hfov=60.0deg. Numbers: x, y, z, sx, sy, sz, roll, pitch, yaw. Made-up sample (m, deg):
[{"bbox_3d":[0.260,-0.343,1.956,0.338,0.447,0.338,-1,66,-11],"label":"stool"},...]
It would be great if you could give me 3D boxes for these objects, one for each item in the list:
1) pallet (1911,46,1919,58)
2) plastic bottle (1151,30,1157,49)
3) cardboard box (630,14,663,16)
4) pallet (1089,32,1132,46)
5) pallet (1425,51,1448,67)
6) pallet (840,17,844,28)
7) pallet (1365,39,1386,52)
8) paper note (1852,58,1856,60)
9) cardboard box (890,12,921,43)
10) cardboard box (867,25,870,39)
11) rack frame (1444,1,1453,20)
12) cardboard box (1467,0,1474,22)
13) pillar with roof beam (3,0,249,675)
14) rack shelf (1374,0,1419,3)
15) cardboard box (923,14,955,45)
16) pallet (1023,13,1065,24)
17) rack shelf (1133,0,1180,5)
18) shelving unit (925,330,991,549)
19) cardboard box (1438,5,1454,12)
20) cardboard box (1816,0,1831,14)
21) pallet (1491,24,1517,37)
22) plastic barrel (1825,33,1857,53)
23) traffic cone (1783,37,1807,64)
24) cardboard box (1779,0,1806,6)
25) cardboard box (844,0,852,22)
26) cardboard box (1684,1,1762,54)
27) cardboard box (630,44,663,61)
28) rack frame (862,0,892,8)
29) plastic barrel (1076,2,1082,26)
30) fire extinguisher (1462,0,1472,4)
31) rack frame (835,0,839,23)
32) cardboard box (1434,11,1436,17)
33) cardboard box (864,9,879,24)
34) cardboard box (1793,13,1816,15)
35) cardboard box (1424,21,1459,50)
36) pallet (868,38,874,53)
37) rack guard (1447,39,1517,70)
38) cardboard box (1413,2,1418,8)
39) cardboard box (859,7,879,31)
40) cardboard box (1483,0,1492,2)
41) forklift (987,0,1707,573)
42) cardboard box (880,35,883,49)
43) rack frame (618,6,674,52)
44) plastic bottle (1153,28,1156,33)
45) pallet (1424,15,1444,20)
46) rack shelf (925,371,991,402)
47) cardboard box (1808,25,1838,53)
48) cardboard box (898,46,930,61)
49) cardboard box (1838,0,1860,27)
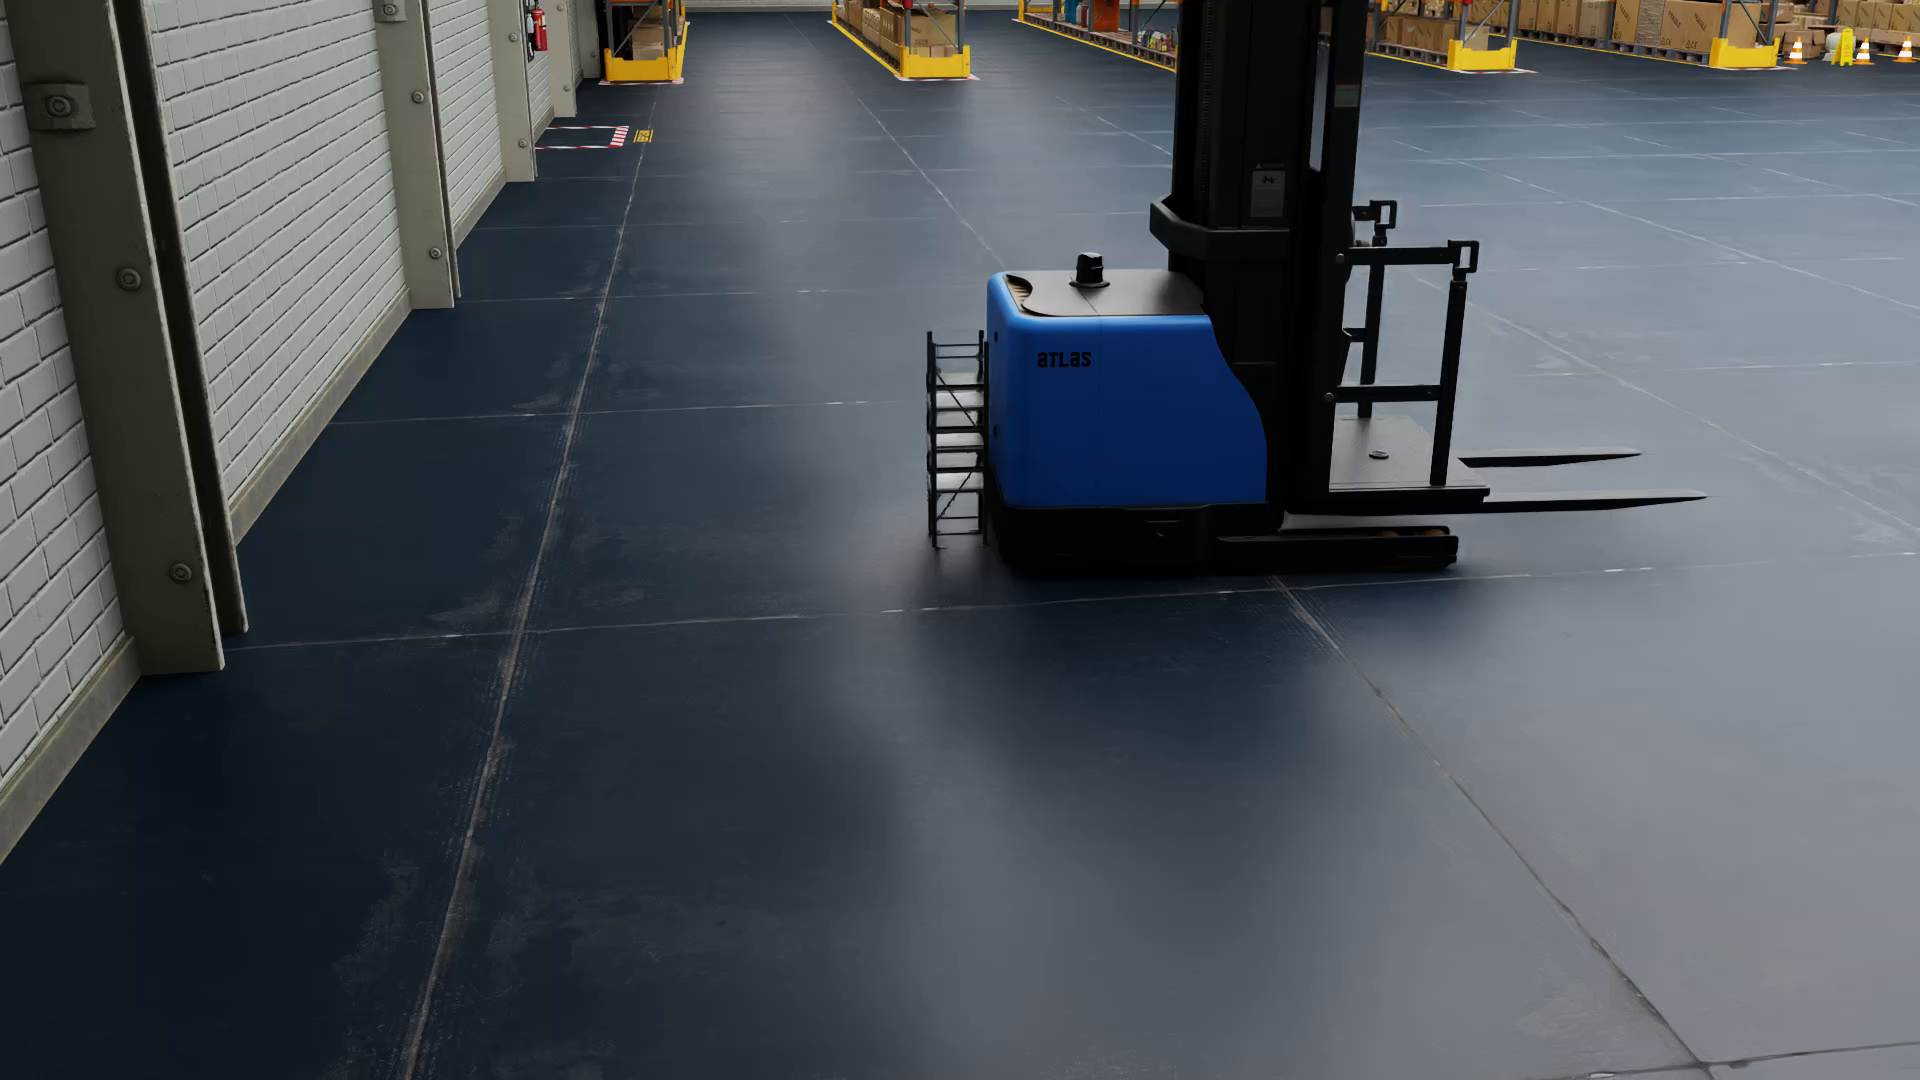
[{"bbox_3d":[19.084,-9.361,31.979,1.003,0.211,1.213,-3,21,-8],"label":"pallet"},{"bbox_3d":[3.687,-9.446,31.376,0.144,0.351,0.185,-3,21,-8],"label":"plastic bottle"},{"bbox_3d":[-6.273,-10.312,33.484,0.700,0.500,0.500,-3,21,-8],"label":"cardboard box"},{"bbox_3d":[3.390,-10.802,35.836,1.003,0.211,1.213,-3,21,-8],"label":"pallet"},{"bbox_3d":[9.278,-8.861,30.640,1.003,0.211,1.213,-3,21,-8],"label":"pallet"},{"bbox_3d":[-2.439,-12.870,41.372,1.003,0.211,1.213,-3,21,-8],"label":"pallet"},{"bbox_3d":[8.681,-10.207,34.242,1.003,0.211,1.213,-3,21,-8],"label":"pallet"},{"bbox_3d":[17.071,-9.194,31.789,0.148,0.019,0.142,-11,23,-26],"label":"paper note"},{"bbox_3d":[-0.963,-9.136,29.648,0.500,0.500,0.500,-3,21,-8],"label":"cardboard box"},{"bbox_3d":[-1.646,-10.489,34.341,0.500,0.250,0.500,-3,21,-9],"label":"cardboard box"},{"bbox_3d":[12.564,-14.228,41.024,1.000,3.000,0.127,-3,21,-8],"label":"rack frame"},{"bbox_3d":[12.486,-12.802,40.177,0.500,0.500,0.500,-2,21,-5],"label":"cardboard box"},{"bbox_3d":[1.429,-4.026,5.133,9.100,9.000,0.400,-3,21,-8],"label":"pillar with roof beam"},{"bbox_3d":[8.506,-11.599,35.012,1.077,0.370,4.000,-3,21,-8],"label":"rack shelf"},{"bbox_3d":[-0.364,-8.990,29.257,0.500,0.500,0.500,-3,21,-8],"label":"cardboard box"},{"bbox_3d":[2.244,-13.555,43.206,1.003,0.211,1.213,-3,21,-8],"label":"pallet"},{"bbox_3d":[4.181,-9.964,30.635,1.077,0.370,4.000,-3,21,-8],"label":"rack shelf"},{"bbox_3d":[-0.010,-0.424,7.066,0.258,0.900,0.210,-2,21,-5],"label":"shelving unit"},{"bbox_3d":[12.204,-13.322,41.647,0.380,0.149,0.250,-3,21,-7],"label":"cardboard box"},{"bbox_3d":[22.206,-13.612,42.345,0.500,0.500,0.500,-2,21,-5],"label":"cardboard box"},{"bbox_3d":[13.029,-11.808,38.529,1.003,0.211,1.213,-3,21,-8],"label":"pallet"},{"bbox_3d":[17.382,-9.790,32.823,0.512,0.421,0.421,12,24,30],"label":"plastic barrel"},{"bbox_3d":[15.622,-9.141,31.028,0.336,0.463,0.334,-3,21,-8],"label":"traffic cone"},{"bbox_3d":[22.011,-14.301,44.192,0.700,0.500,0.500,-4,21,-10],"label":"cardboard box"},{"bbox_3d":[-2.525,-12.733,39.964,0.500,0.500,0.500,-3,21,-8],"label":"cardboard box"},{"bbox_3d":[14.131,-9.506,30.818,0.875,0.875,0.875,-3,21,-7],"label":"cardboard box"},{"bbox_3d":[-5.344,-8.300,28.365,0.500,0.311,0.500,-5,21,-14],"label":"cardboard box"},{"bbox_3d":[-1.586,-12.130,35.406,1.000,3.000,0.127,-3,21,-8],"label":"rack frame"},{"bbox_3d":[2.897,-12.160,38.443,0.421,0.512,0.421,0,20,0],"label":"plastic barrel"},{"bbox_3d":[8.931,-9.759,29.169,0.296,0.674,0.183,-3,21,-8],"label":"fire extinguisher"},{"bbox_3d":[-2.739,-14.900,42.822,1.000,3.000,0.127,-3,21,-8],"label":"rack frame"},{"bbox_3d":[12.216,-13.302,42.019,0.380,0.149,0.250,-2,21,-6],"label":"cardboard box"},{"bbox_3d":[-1.717,-10.924,34.704,0.500,0.311,0.500,-3,21,-9],"label":"cardboard box"},{"bbox_3d":[18.314,-11.380,36.553,0.950,0.372,0.625,-2,21,-6],"label":"cardboard box"},{"bbox_3d":[9.106,-9.524,31.402,0.500,0.500,0.500,-1,21,-3],"label":"cardboard box"},{"bbox_3d":[-1.333,-10.115,33.997,1.003,0.211,1.213,-3,21,-8],"label":"pallet"},{"bbox_3d":[9.360,-8.714,29.832,1.175,0.500,0.348,-3,21,-8],"label":"rack guard"},{"bbox_3d":[12.057,-13.968,43.377,0.380,0.149,0.250,-2,21,-5],"label":"cardboard box"},{"bbox_3d":[-1.953,-11.477,36.602,0.500,0.500,0.500,-2,21,-6],"label":"cardboard box"},{"bbox_3d":[12.641,-12.795,39.088,0.500,0.250,0.500,-2,21,-6],"label":"cardboard box"},{"bbox_3d":[1.649,-1.426,6.846,3.031,2.935,1.130,-2,21,-4],"label":"forklift"},{"bbox_3d":[-1.242,-9.478,31.635,0.500,0.250,0.500,-3,21,-8],"label":"cardboard box"},{"bbox_3d":[-5.910,-10.494,31.026,1.000,3.000,0.127,-3,21,-8],"label":"rack frame"},{"bbox_3d":[3.742,-9.666,31.965,0.144,0.351,0.185,-3,21,-8],"label":"plastic bottle"},{"bbox_3d":[12.432,-13.153,42.130,1.003,0.211,1.213,-3,21,-8],"label":"pallet"},{"bbox_3d":[-0.010,-0.646,6.983,0.258,0.077,0.200,-2,21,-5],"label":"rack shelf"},{"bbox_3d":[17.409,-10.134,33.630,0.500,0.500,0.500,12,24,30],"label":"cardboard box"},{"bbox_3d":[-0.802,-8.439,28.855,0.500,0.250,0.500,-3,21,-8],"label":"cardboard box"},{"bbox_3d":[18.419,-10.785,34.063,0.500,0.500,0.500,-2,21,-5],"label":"cardboard box"}]
